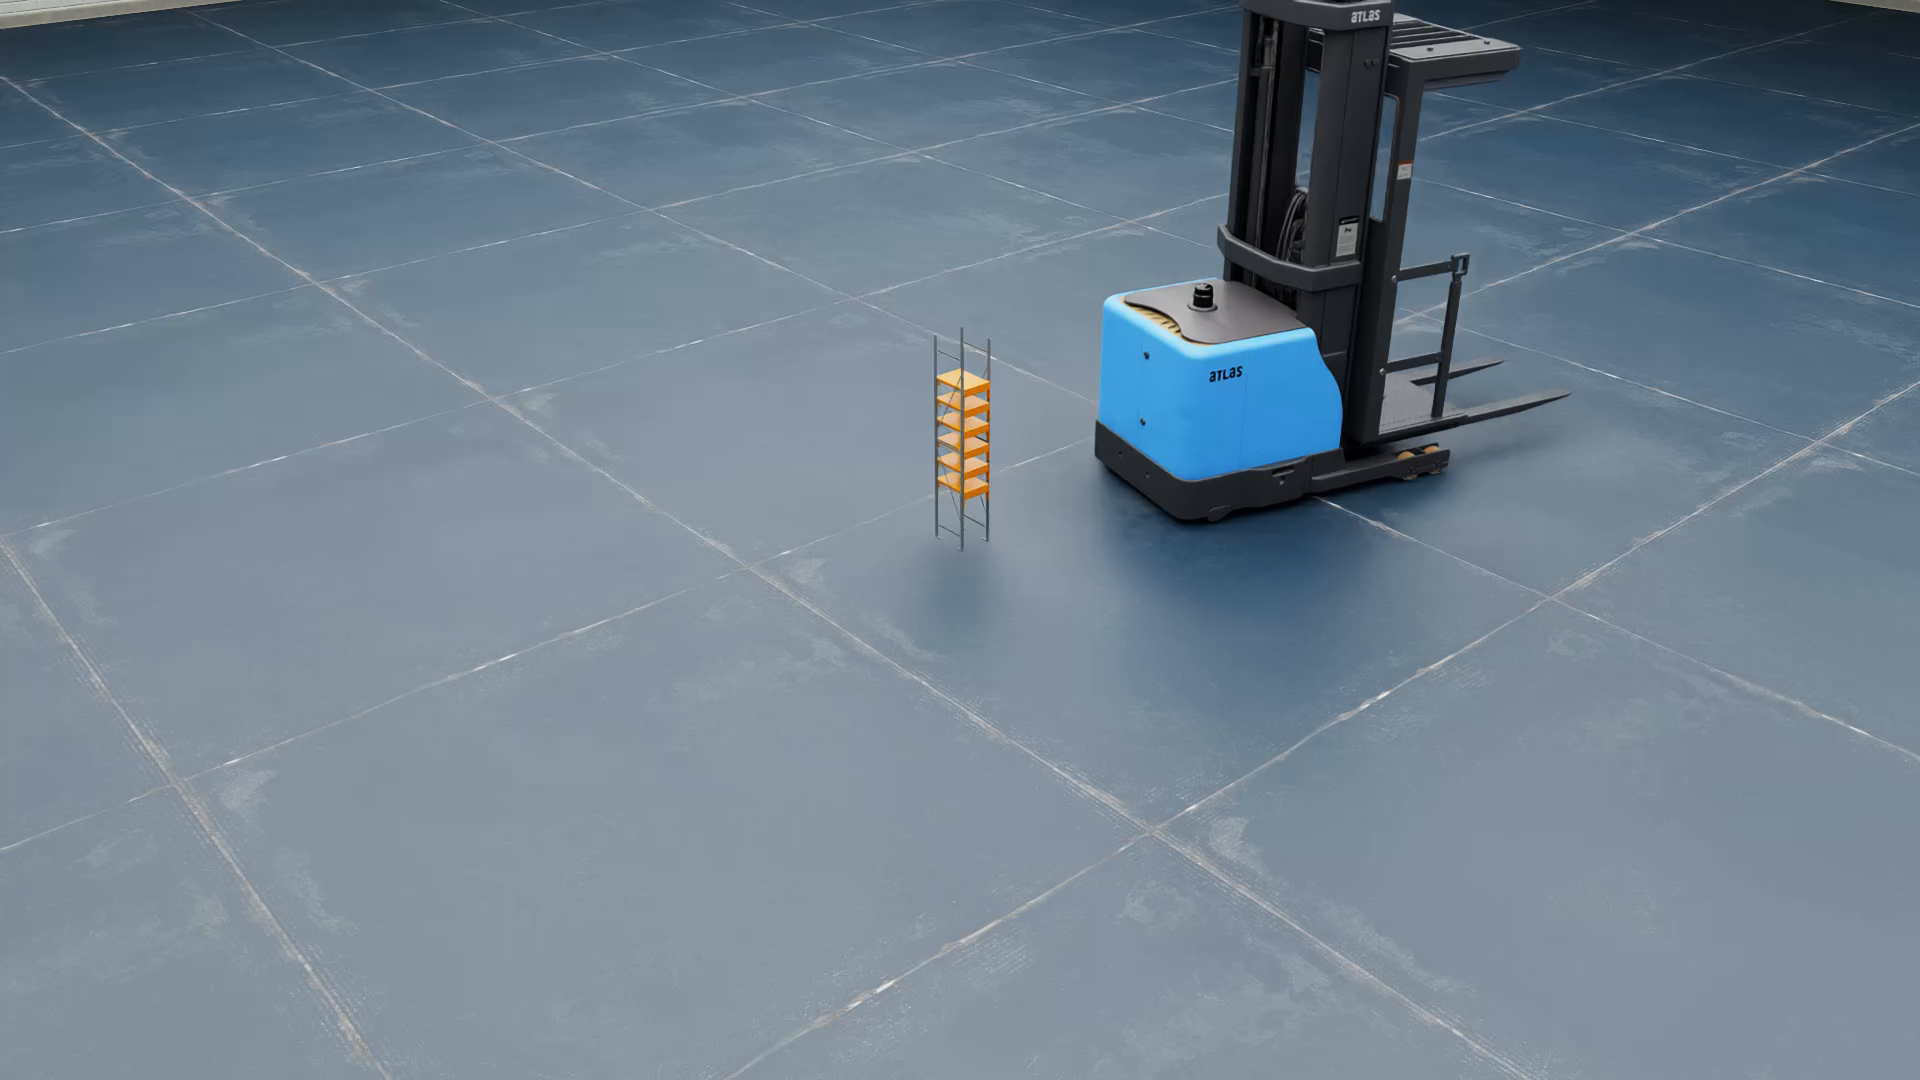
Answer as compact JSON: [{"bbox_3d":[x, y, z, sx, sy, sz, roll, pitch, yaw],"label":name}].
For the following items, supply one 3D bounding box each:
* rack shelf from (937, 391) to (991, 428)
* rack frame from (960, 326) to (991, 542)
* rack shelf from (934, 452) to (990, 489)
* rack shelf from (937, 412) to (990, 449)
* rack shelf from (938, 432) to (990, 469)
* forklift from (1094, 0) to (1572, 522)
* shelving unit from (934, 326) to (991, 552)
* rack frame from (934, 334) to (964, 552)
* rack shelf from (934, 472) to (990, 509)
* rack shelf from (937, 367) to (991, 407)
[{"bbox_3d":[0.011,-0.706,8.883,0.180,0.103,0.258,-22,35,-35],"label":"rack shelf"},{"bbox_3d":[0.081,-0.562,9.028,0.006,1.200,0.240,-22,35,-35],"label":"rack frame"},{"bbox_3d":[0.011,-0.389,9.053,0.180,0.103,0.258,-22,35,-35],"label":"rack shelf"},{"bbox_3d":[0.011,-0.600,8.940,0.180,0.103,0.258,-22,35,-35],"label":"rack shelf"},{"bbox_3d":[0.011,-0.494,8.996,0.180,0.103,0.258,-22,35,-35],"label":"rack shelf"},{"bbox_3d":[2.368,-1.859,9.618,3.031,2.935,1.130,-13,31,-23],"label":"forklift"},{"bbox_3d":[0.011,-0.534,8.975,0.189,1.200,0.258,-22,35,-35],"label":"shelving unit"},{"bbox_3d":[-0.059,-0.506,8.923,0.006,1.200,0.240,-22,35,-35],"label":"rack frame"},{"bbox_3d":[0.011,-0.283,9.110,0.180,0.103,0.258,-22,35,-35],"label":"rack shelf"},{"bbox_3d":[0.011,-0.812,8.827,0.180,0.103,0.258,-22,35,-35],"label":"rack shelf"}]
